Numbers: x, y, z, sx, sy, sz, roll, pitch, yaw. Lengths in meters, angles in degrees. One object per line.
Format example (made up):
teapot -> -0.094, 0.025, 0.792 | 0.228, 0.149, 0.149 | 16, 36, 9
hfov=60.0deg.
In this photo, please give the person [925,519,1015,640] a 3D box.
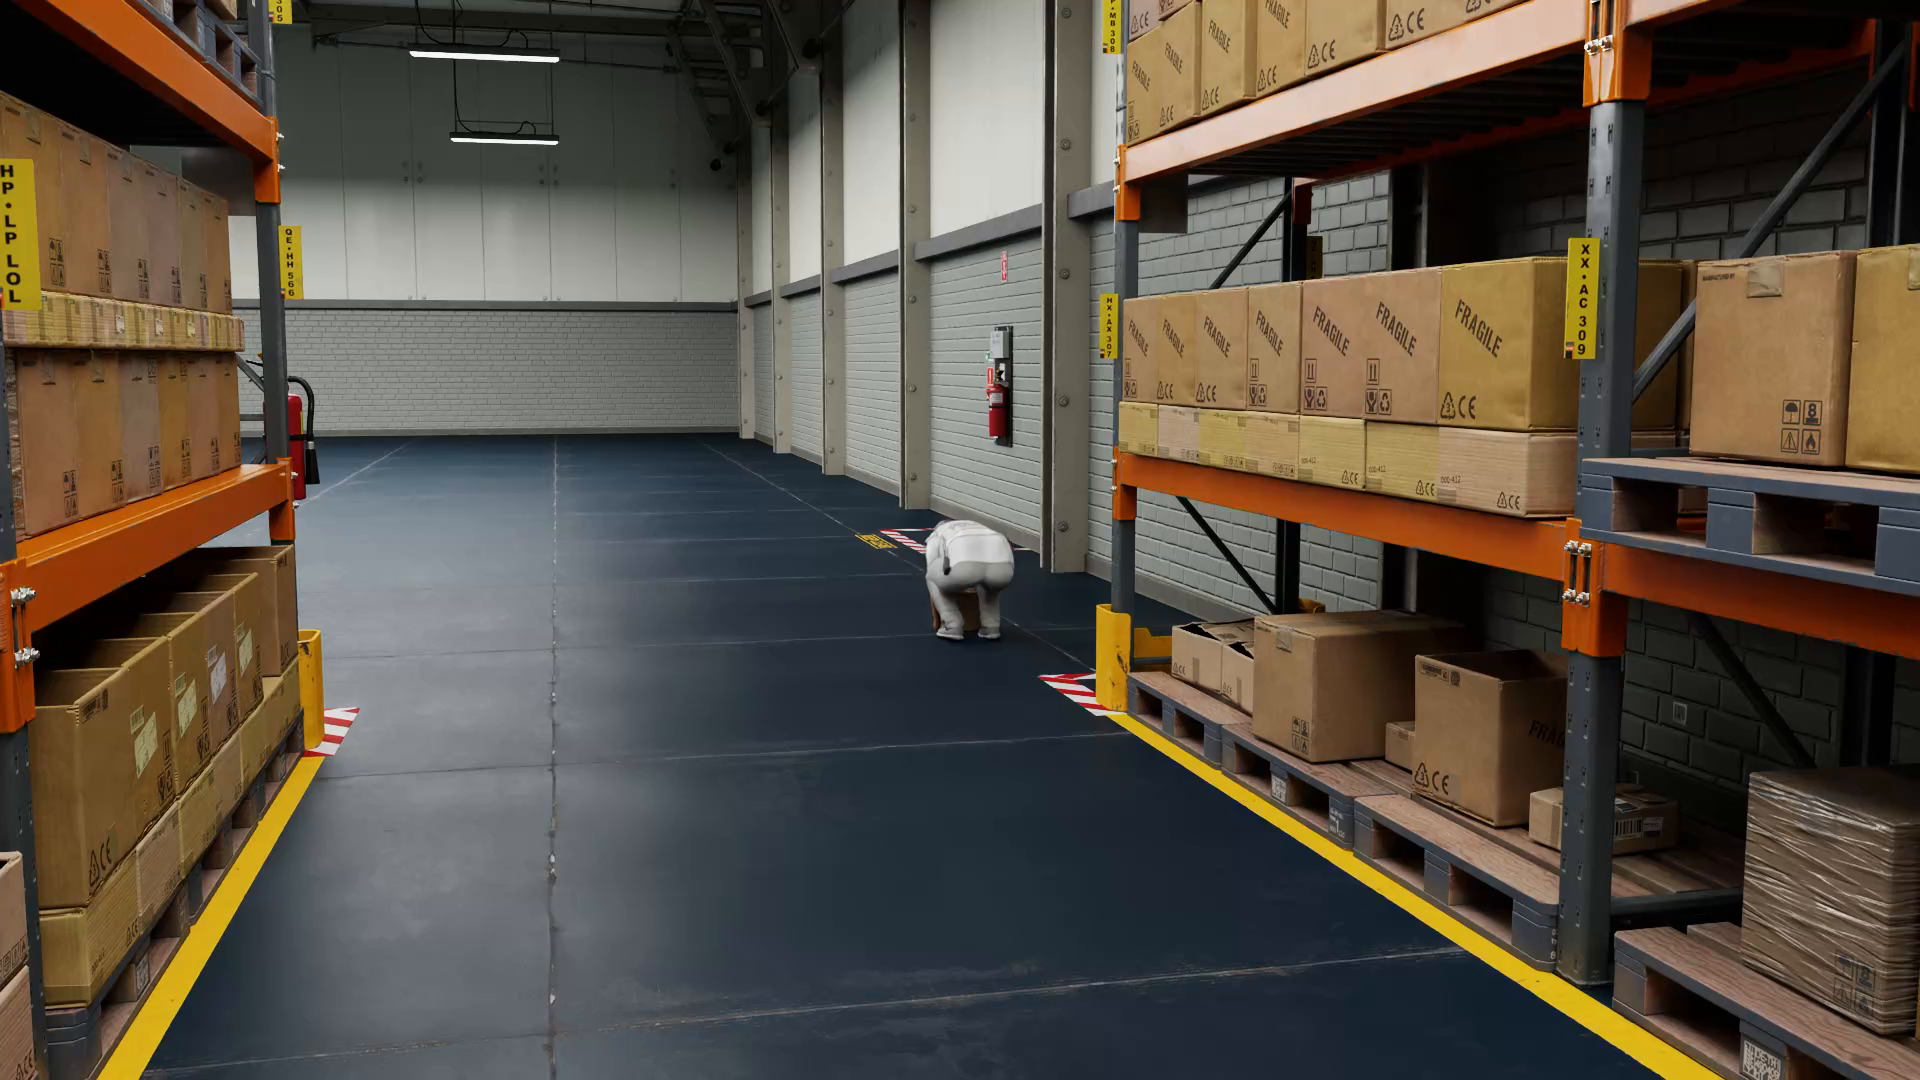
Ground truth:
person -> 0.036, 0.260, 10.655 | 0.488, 0.752, 0.931 | -2, 6, -15
